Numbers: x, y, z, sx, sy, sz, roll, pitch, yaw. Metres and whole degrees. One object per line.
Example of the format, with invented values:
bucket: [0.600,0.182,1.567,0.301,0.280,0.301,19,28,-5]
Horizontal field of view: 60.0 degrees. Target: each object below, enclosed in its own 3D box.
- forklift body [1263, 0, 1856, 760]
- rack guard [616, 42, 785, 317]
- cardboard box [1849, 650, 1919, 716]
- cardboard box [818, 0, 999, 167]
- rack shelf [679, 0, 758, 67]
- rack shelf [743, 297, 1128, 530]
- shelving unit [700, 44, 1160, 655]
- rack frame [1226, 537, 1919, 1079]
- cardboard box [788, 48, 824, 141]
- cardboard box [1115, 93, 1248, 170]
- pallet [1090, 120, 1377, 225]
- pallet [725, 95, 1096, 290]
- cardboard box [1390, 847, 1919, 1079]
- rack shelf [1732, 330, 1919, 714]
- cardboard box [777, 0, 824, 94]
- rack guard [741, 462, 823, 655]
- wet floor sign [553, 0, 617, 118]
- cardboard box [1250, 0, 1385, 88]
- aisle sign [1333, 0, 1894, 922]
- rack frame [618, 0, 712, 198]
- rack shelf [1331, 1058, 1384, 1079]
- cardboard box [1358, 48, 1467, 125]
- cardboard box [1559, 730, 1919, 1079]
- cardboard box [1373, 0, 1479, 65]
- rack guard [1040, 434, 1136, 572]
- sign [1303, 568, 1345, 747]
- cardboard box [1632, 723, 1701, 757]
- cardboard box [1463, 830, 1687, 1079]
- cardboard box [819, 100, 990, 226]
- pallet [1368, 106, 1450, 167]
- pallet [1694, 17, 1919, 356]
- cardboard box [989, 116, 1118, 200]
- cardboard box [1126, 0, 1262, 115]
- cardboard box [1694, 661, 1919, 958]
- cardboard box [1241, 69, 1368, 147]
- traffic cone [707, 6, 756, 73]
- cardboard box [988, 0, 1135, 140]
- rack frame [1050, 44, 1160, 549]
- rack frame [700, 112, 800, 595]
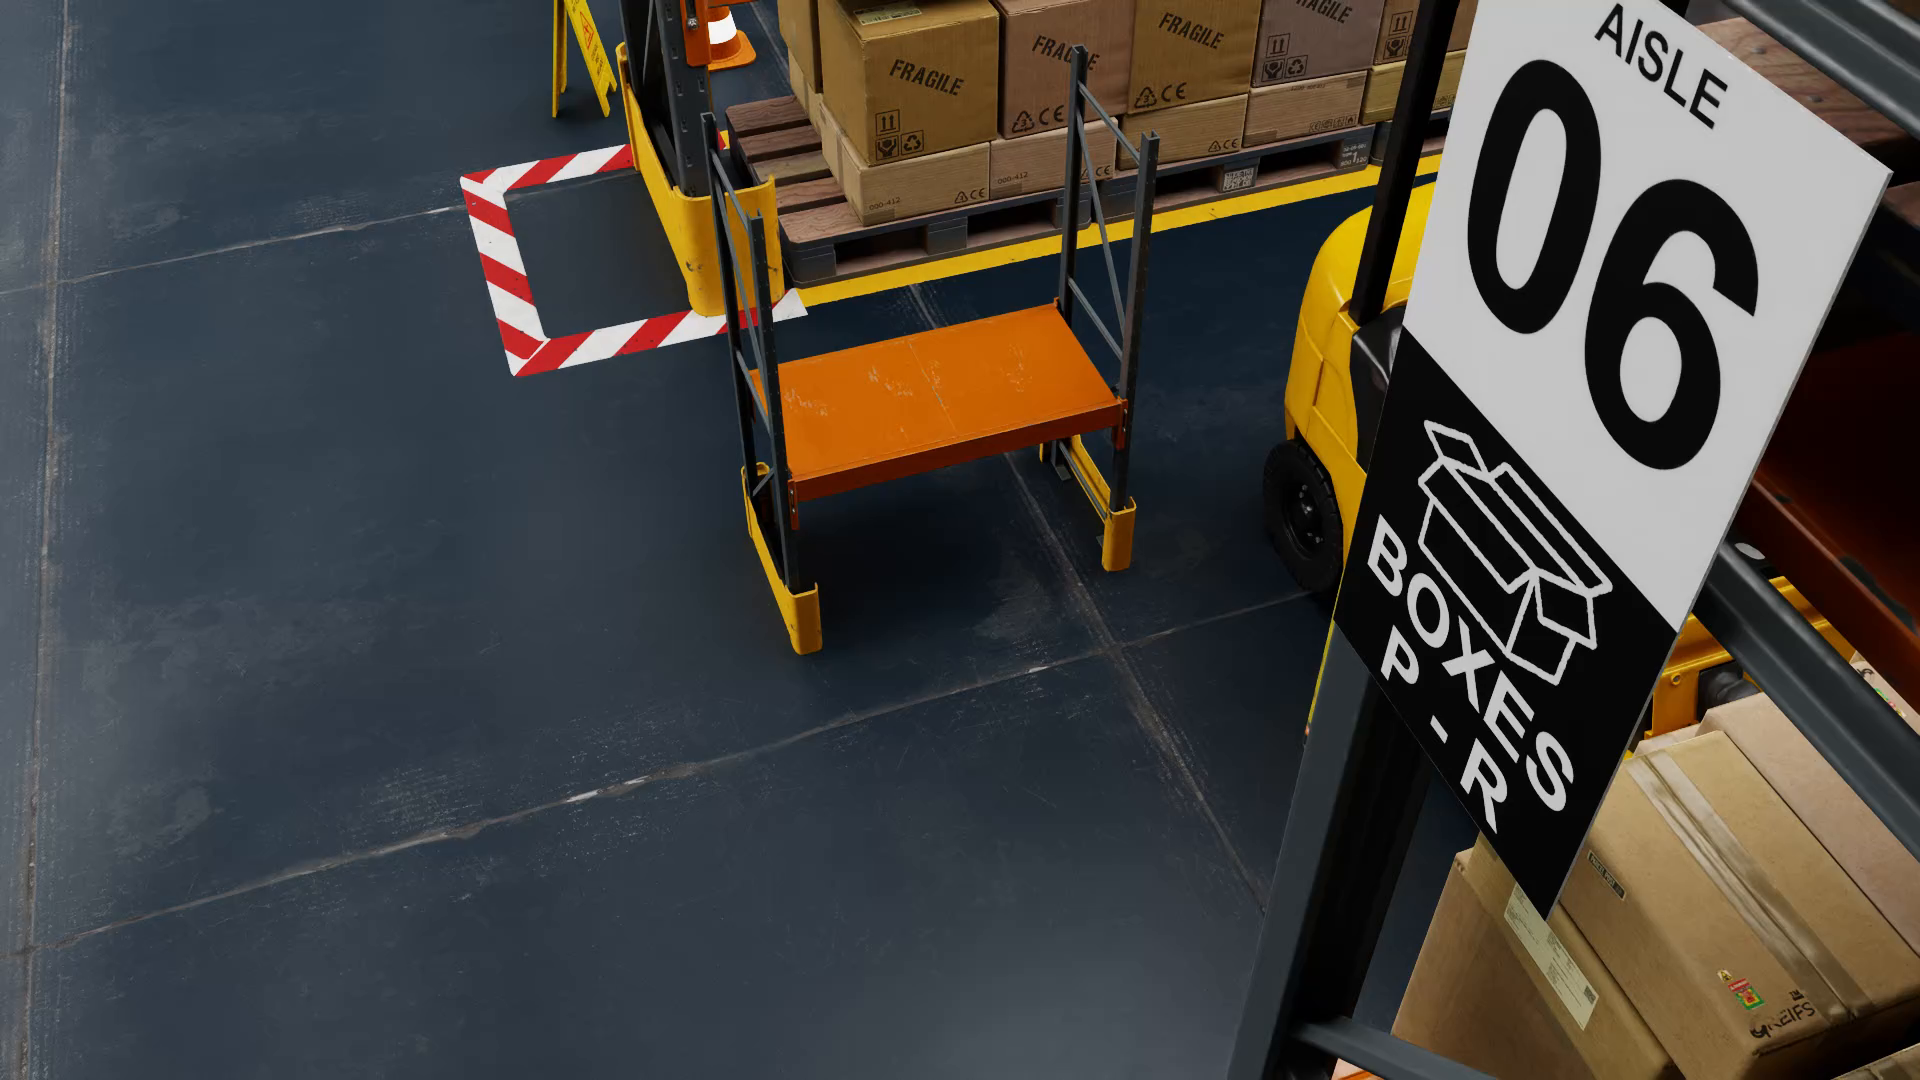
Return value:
forklift body: [1.791,-0.337,4.068,1.214,2.155,2.313,-14,47,-14]
rack guard: [-0.991,-1.407,6.300,0.348,0.500,1.175,-14,47,-14]
cardboard box: [1.350,0.278,2.117,0.250,0.149,0.380,-13,47,-13]
cardboard box: [-0.187,-1.730,5.971,0.500,0.500,0.500,-16,47,-15]
rack shelf: [0.819,-2.499,6.130,4.000,0.370,1.077,-14,47,-14]
rack shelf: [-0.080,-0.382,4.826,1.000,0.185,0.538,-14,47,-14]
shelving unit: [-0.072,-0.511,4.701,1.083,1.500,0.587,-14,47,-14]
rack frame: [0.627,1.034,2.101,0.127,3.000,1.000,-14,47,-14]
cardboard box: [-0.371,-1.828,6.599,0.500,0.250,0.500,-15,47,-14]
cardboard box: [0.782,-1.716,6.488,0.500,0.250,0.500,-11,46,-11]
pallet: [0.931,-1.768,6.863,1.213,0.211,1.003,-14,47,-14]
pallet: [-0.215,-1.477,6.573,1.213,0.211,1.003,-14,47,-14]
cardboard box: [1.000,0.706,2.358,0.500,0.500,0.500,-15,47,-15]
rack shelf: [2.508,-0.251,1.773,4.000,0.370,1.077,-14,47,-14]
cardboard box: [-0.397,-2.080,6.321,0.500,0.500,0.500,-14,47,-14]
rack guard: [-0.540,0.050,5.024,0.087,0.250,0.587,-14,47,-14]
wet floor sign: [-1.604,-2.108,6.895,0.232,0.644,0.267,0,45,0]
cardboard box: [1.277,-2.108,6.348,0.500,0.500,0.500,-12,46,-12]
aisle sign: [0.465,-0.063,1.360,0.004,0.787,0.394,-14,47,-14]
rack frame: [-1.062,-2.271,5.396,0.127,3.000,1.000,-14,47,-14]
rack shelf: [2.508,0.807,2.835,4.000,0.370,1.077,-14,47,-14]
cardboard box: [1.738,-1.955,6.726,0.500,0.250,0.500,-15,47,-15]
cardboard box: [0.892,0.439,1.956,0.250,0.149,0.380,-14,47,-14]
cardboard box: [1.757,-2.231,6.471,0.500,0.500,0.500,-14,47,-13]
rack guard: [0.397,-0.190,5.263,0.087,0.250,0.587,-14,47,-14]
sign: [0.455,0.177,1.971,0.005,0.325,0.100,-14,47,-14]
cardboard box: [1.088,0.419,2.186,0.250,0.149,0.380,-14,47,-13]
cardboard box: [0.858,0.500,2.105,0.250,0.149,0.380,-14,47,-13]
cardboard box: [-0.210,-1.459,6.231,0.500,0.250,0.500,-15,47,-14]
pallet: [2.080,-2.064,7.158,1.213,0.211,1.003,-14,47,-14]
pallet: [1.301,-0.146,1.222,1.213,0.211,1.003,-14,47,-14]
cardboard box: [0.273,-1.577,6.348,0.500,0.250,0.500,-13,46,-12]
cardboard box: [0.777,-1.974,6.215,0.500,0.500,0.500,-13,47,-13]
cardboard box: [1.113,0.359,2.036,0.250,0.149,0.380,-14,47,-14]
cardboard box: [1.258,-1.836,6.607,0.500,0.250,0.500,-14,47,-13]
traffic cone: [-1.096,-2.339,7.254,0.334,0.463,0.336,-14,47,-14]
cardboard box: [0.303,-1.858,6.100,0.500,0.500,0.500,-16,47,-15]
rack frame: [0.398,-0.631,4.820,0.032,1.500,0.500,-14,47,-14]
rack frame: [-0.558,-0.387,4.576,0.032,1.500,0.500,-14,47,-14]
